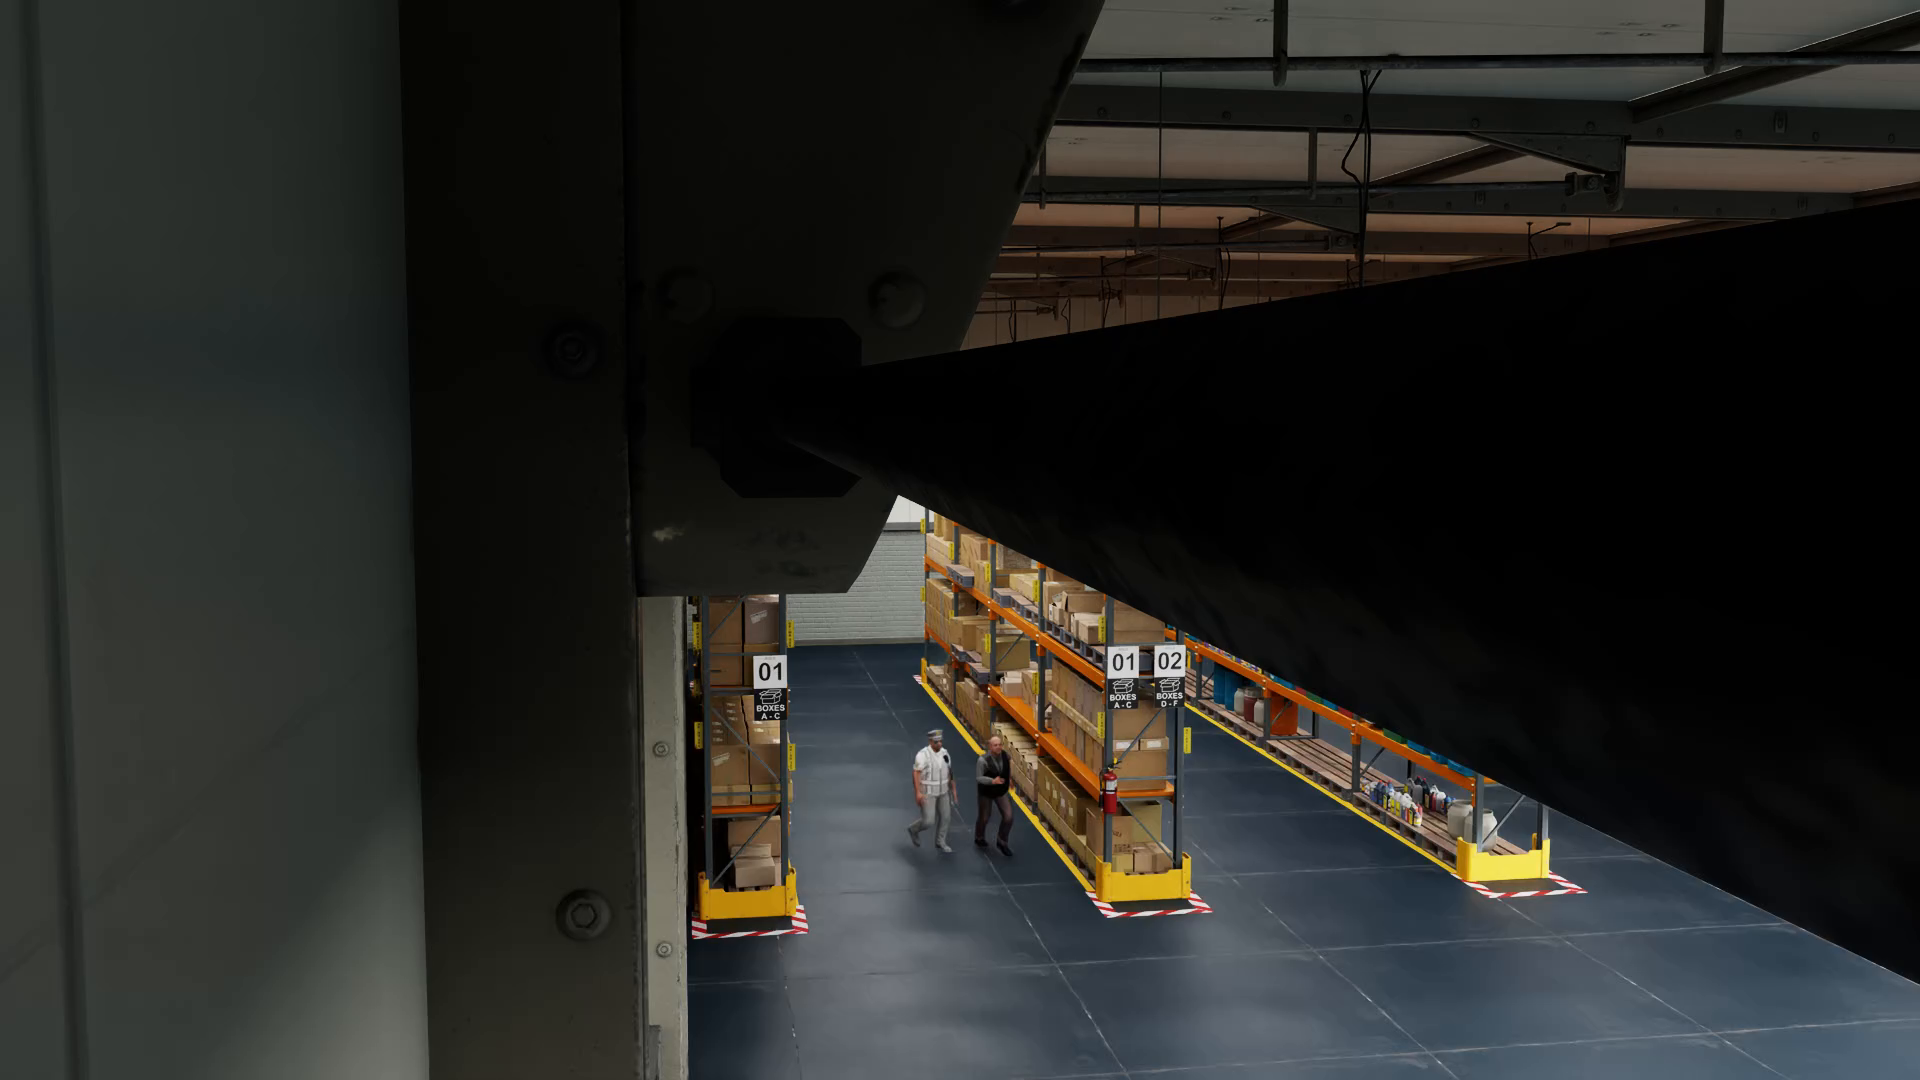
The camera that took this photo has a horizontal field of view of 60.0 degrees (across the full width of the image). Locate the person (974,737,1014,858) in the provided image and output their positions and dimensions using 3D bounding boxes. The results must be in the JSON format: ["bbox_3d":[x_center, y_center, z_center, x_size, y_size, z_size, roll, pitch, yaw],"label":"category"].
[{"bbox_3d":[0.464,3.497,22.787,0.656,1.684,0.983,-2,5,-21],"label":"person"}]

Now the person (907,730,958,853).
[{"bbox_3d":[-0.383,3.451,22.952,0.636,1.735,0.555,-3,6,-34],"label":"person"}]
